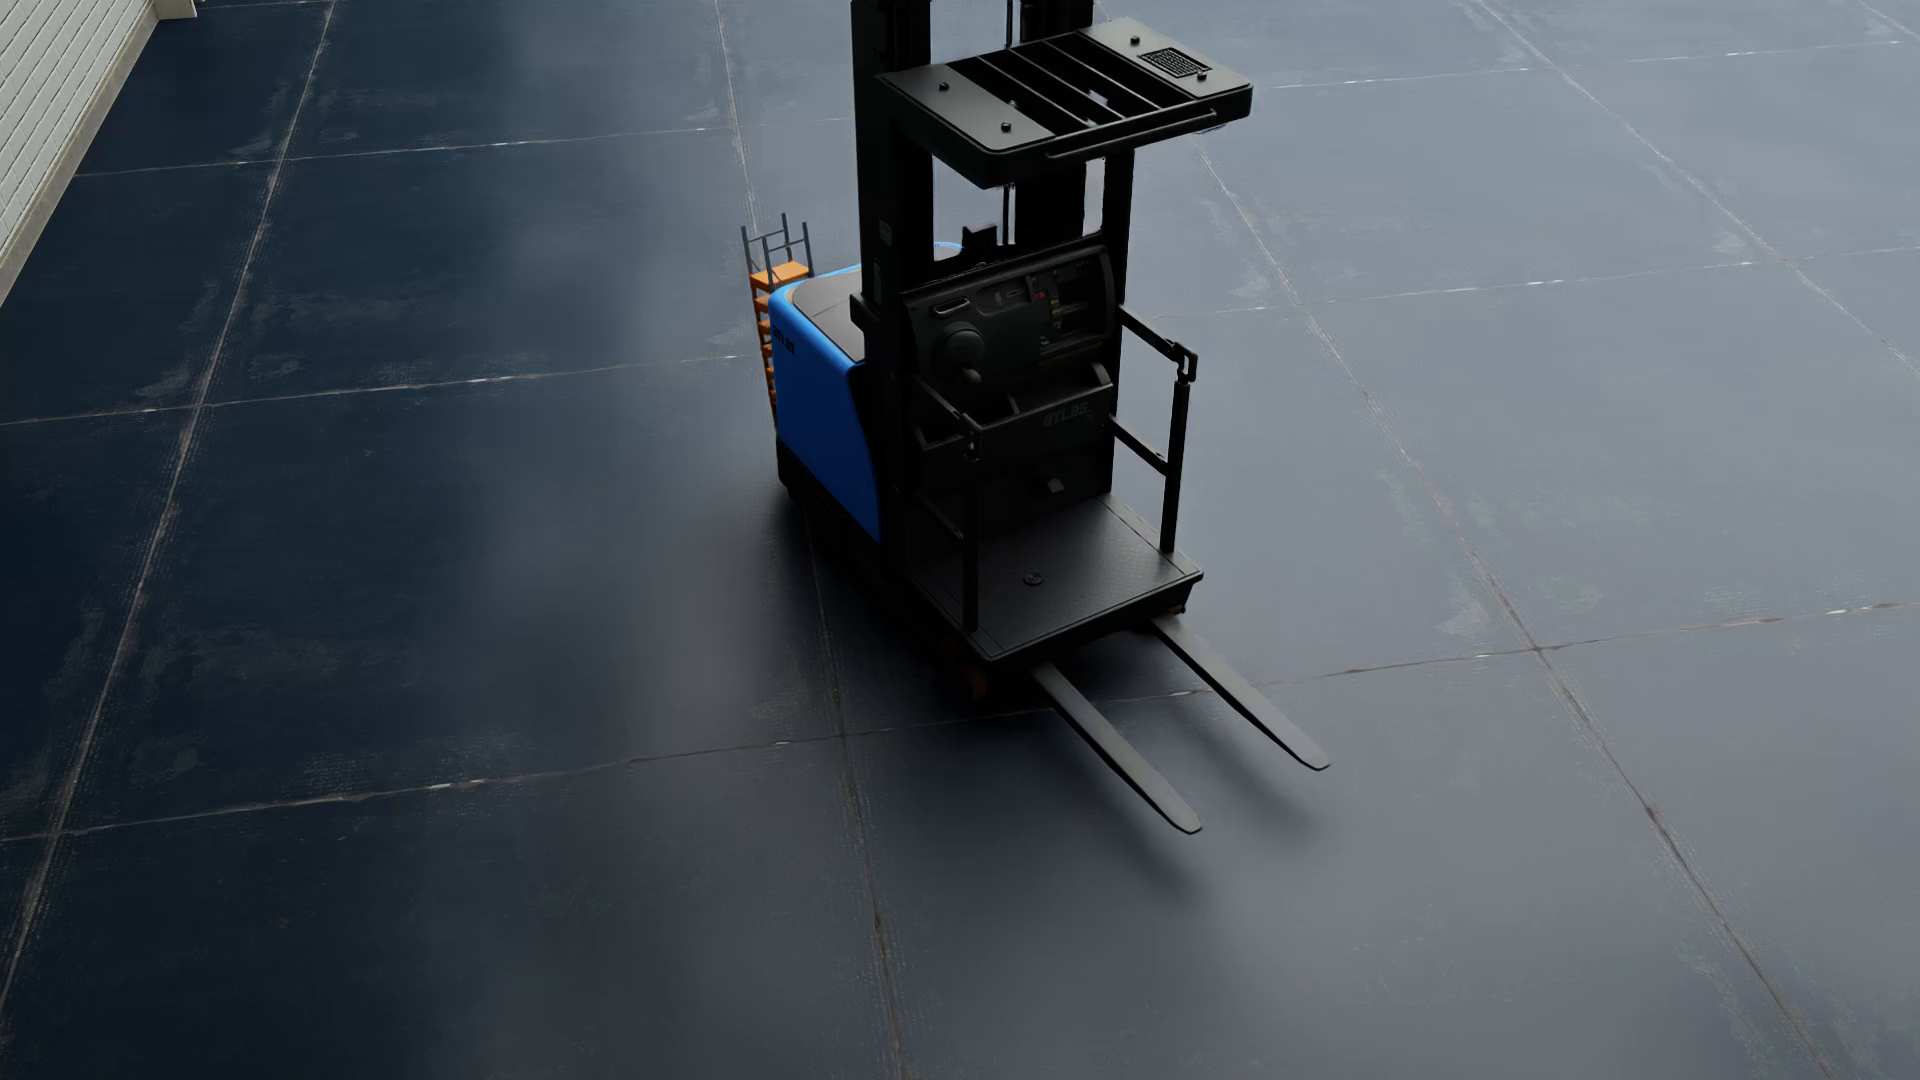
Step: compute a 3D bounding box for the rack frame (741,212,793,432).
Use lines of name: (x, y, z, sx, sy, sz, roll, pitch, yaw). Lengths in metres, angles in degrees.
rack frame: (-0.859, -0.977, 8.039, 0.240, 1.200, 0.006, -25, 36, -29)

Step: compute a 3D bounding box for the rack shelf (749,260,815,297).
rack shelf: (-0.833, -1.214, 7.813, 0.258, 0.103, 0.180, -25, 36, -29)

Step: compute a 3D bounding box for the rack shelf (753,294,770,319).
rack shelf: (-0.822, -1.111, 7.874, 0.258, 0.103, 0.180, -25, 36, -29)

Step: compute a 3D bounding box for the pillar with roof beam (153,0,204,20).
pillar with roof beam: (-1.931, -8.212, 10.985, 9.100, 9.000, 0.400, -6, 38, -8)

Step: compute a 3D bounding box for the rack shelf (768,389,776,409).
rack shelf: (-0.777, -0.701, 8.119, 0.258, 0.103, 0.180, -25, 36, -29)

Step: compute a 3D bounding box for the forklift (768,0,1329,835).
forklift: (0.323, -0.815, 6.410, 1.130, 2.935, 3.031, -21, 42, -24)

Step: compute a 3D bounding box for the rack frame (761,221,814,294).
rack frame: (-0.749, -0.911, 7.908, 0.240, 1.200, 0.006, -25, 36, -29)

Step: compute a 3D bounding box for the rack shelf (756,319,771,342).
rack shelf: (-0.811, -1.009, 7.935, 0.258, 0.103, 0.180, -25, 36, -29)

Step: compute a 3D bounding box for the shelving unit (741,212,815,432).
shelving unit: (-0.804, -0.944, 7.974, 0.258, 1.200, 0.189, -25, 36, -29)

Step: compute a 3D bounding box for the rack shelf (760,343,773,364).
rack shelf: (-0.800, -0.906, 7.996, 0.258, 0.103, 0.180, -25, 36, -29)

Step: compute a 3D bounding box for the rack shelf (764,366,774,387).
rack shelf: (-0.788, -0.803, 8.058, 0.258, 0.103, 0.180, -25, 36, -29)
